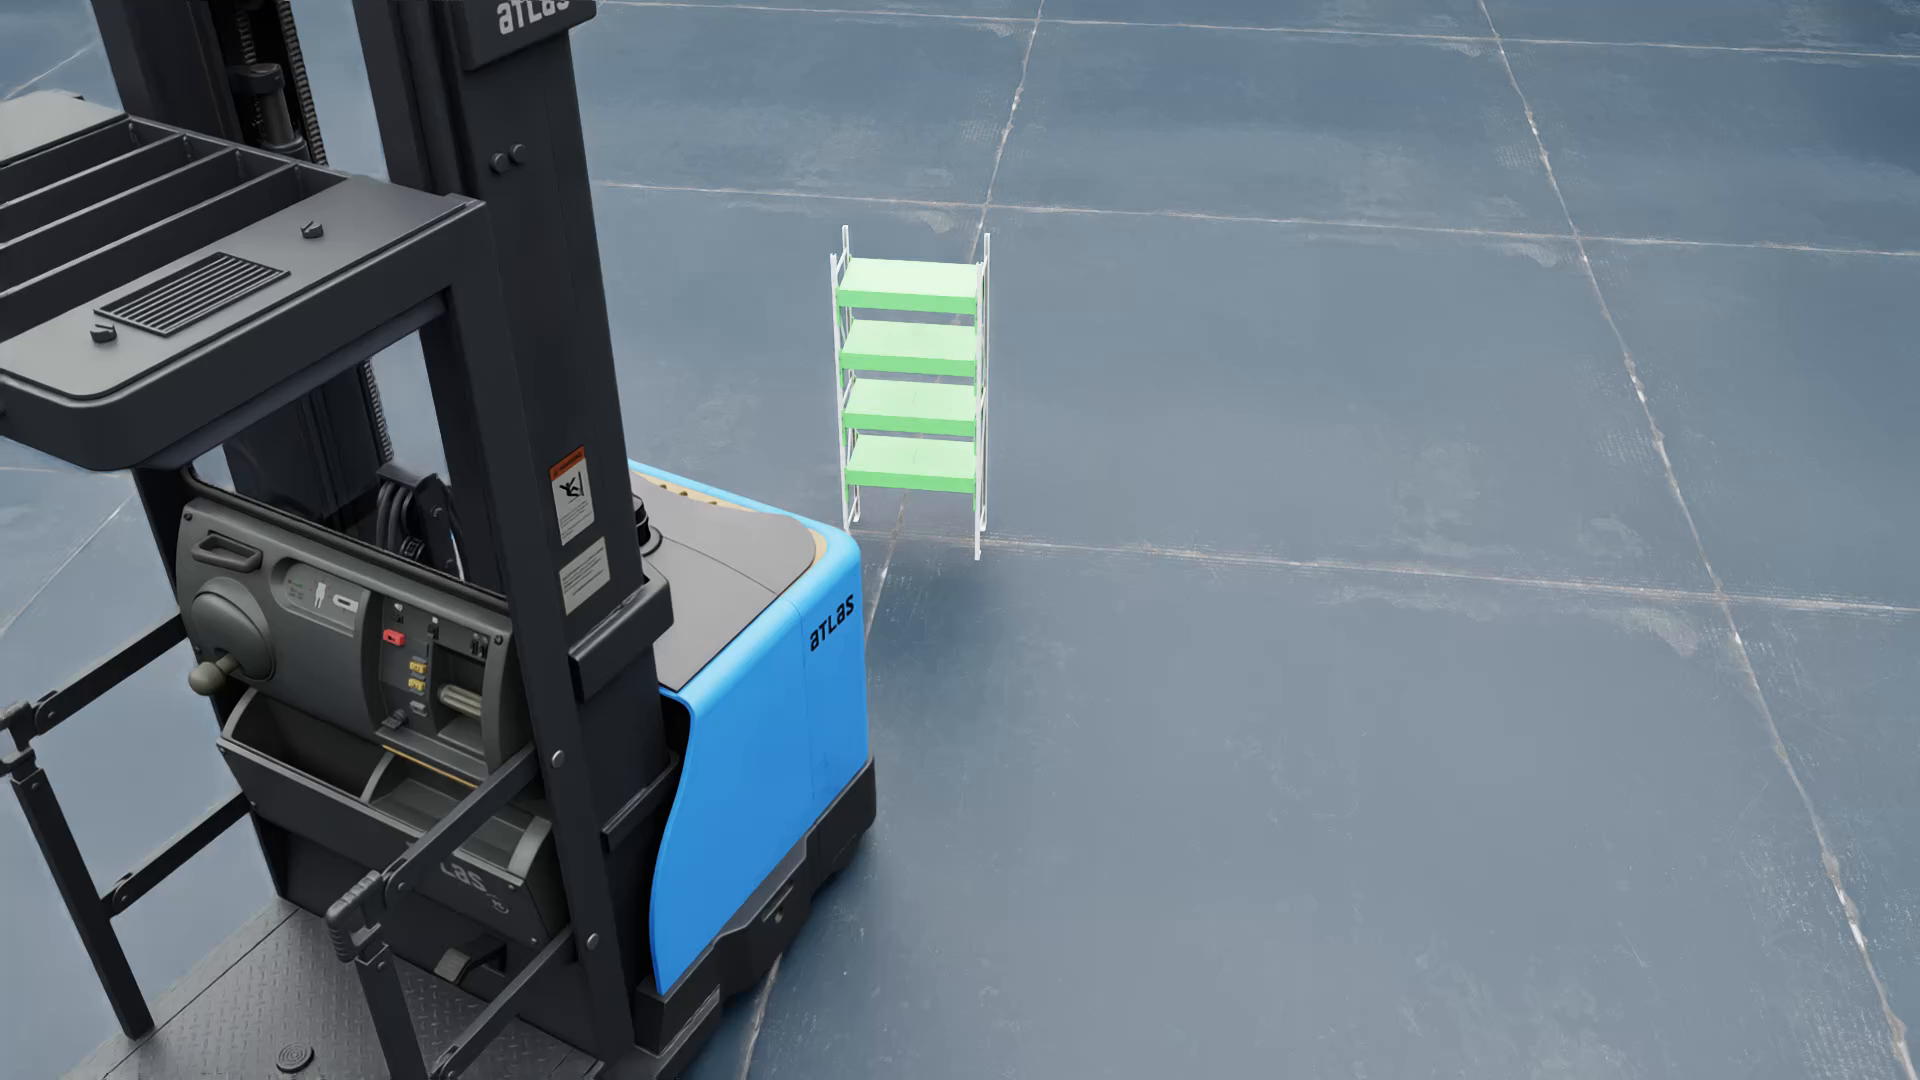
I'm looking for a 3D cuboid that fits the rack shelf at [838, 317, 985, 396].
[{"bbox_3d":[-0.164,-0.644,5.816,0.480,0.148,0.258,4,36,6],"label":"rack shelf"}]

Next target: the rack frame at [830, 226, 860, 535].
[{"bbox_3d":[-0.406,-0.519,5.944,0.015,1.200,0.240,4,36,6],"label":"rack frame"}]

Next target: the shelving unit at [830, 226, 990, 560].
[{"bbox_3d":[-0.164,-0.501,5.919,0.503,1.200,0.258,4,36,6],"label":"shelving unit"}]

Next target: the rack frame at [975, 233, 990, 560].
[{"bbox_3d":[0.078,-0.483,5.893,0.015,1.200,0.240,4,36,6],"label":"rack frame"}]

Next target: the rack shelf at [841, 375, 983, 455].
[{"bbox_3d":[-0.164,-0.449,5.956,0.480,0.148,0.258,4,36,6],"label":"rack shelf"}]

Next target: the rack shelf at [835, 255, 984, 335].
[{"bbox_3d":[-0.164,-0.839,5.677,0.480,0.148,0.258,4,36,6],"label":"rack shelf"}]

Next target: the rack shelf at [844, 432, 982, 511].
[{"bbox_3d":[-0.164,-0.253,6.095,0.480,0.148,0.258,4,36,6],"label":"rack shelf"}]

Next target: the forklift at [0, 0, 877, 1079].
[{"bbox_3d":[-1.405,0.279,3.336,1.130,2.935,3.031,18,39,23],"label":"forklift"}]
